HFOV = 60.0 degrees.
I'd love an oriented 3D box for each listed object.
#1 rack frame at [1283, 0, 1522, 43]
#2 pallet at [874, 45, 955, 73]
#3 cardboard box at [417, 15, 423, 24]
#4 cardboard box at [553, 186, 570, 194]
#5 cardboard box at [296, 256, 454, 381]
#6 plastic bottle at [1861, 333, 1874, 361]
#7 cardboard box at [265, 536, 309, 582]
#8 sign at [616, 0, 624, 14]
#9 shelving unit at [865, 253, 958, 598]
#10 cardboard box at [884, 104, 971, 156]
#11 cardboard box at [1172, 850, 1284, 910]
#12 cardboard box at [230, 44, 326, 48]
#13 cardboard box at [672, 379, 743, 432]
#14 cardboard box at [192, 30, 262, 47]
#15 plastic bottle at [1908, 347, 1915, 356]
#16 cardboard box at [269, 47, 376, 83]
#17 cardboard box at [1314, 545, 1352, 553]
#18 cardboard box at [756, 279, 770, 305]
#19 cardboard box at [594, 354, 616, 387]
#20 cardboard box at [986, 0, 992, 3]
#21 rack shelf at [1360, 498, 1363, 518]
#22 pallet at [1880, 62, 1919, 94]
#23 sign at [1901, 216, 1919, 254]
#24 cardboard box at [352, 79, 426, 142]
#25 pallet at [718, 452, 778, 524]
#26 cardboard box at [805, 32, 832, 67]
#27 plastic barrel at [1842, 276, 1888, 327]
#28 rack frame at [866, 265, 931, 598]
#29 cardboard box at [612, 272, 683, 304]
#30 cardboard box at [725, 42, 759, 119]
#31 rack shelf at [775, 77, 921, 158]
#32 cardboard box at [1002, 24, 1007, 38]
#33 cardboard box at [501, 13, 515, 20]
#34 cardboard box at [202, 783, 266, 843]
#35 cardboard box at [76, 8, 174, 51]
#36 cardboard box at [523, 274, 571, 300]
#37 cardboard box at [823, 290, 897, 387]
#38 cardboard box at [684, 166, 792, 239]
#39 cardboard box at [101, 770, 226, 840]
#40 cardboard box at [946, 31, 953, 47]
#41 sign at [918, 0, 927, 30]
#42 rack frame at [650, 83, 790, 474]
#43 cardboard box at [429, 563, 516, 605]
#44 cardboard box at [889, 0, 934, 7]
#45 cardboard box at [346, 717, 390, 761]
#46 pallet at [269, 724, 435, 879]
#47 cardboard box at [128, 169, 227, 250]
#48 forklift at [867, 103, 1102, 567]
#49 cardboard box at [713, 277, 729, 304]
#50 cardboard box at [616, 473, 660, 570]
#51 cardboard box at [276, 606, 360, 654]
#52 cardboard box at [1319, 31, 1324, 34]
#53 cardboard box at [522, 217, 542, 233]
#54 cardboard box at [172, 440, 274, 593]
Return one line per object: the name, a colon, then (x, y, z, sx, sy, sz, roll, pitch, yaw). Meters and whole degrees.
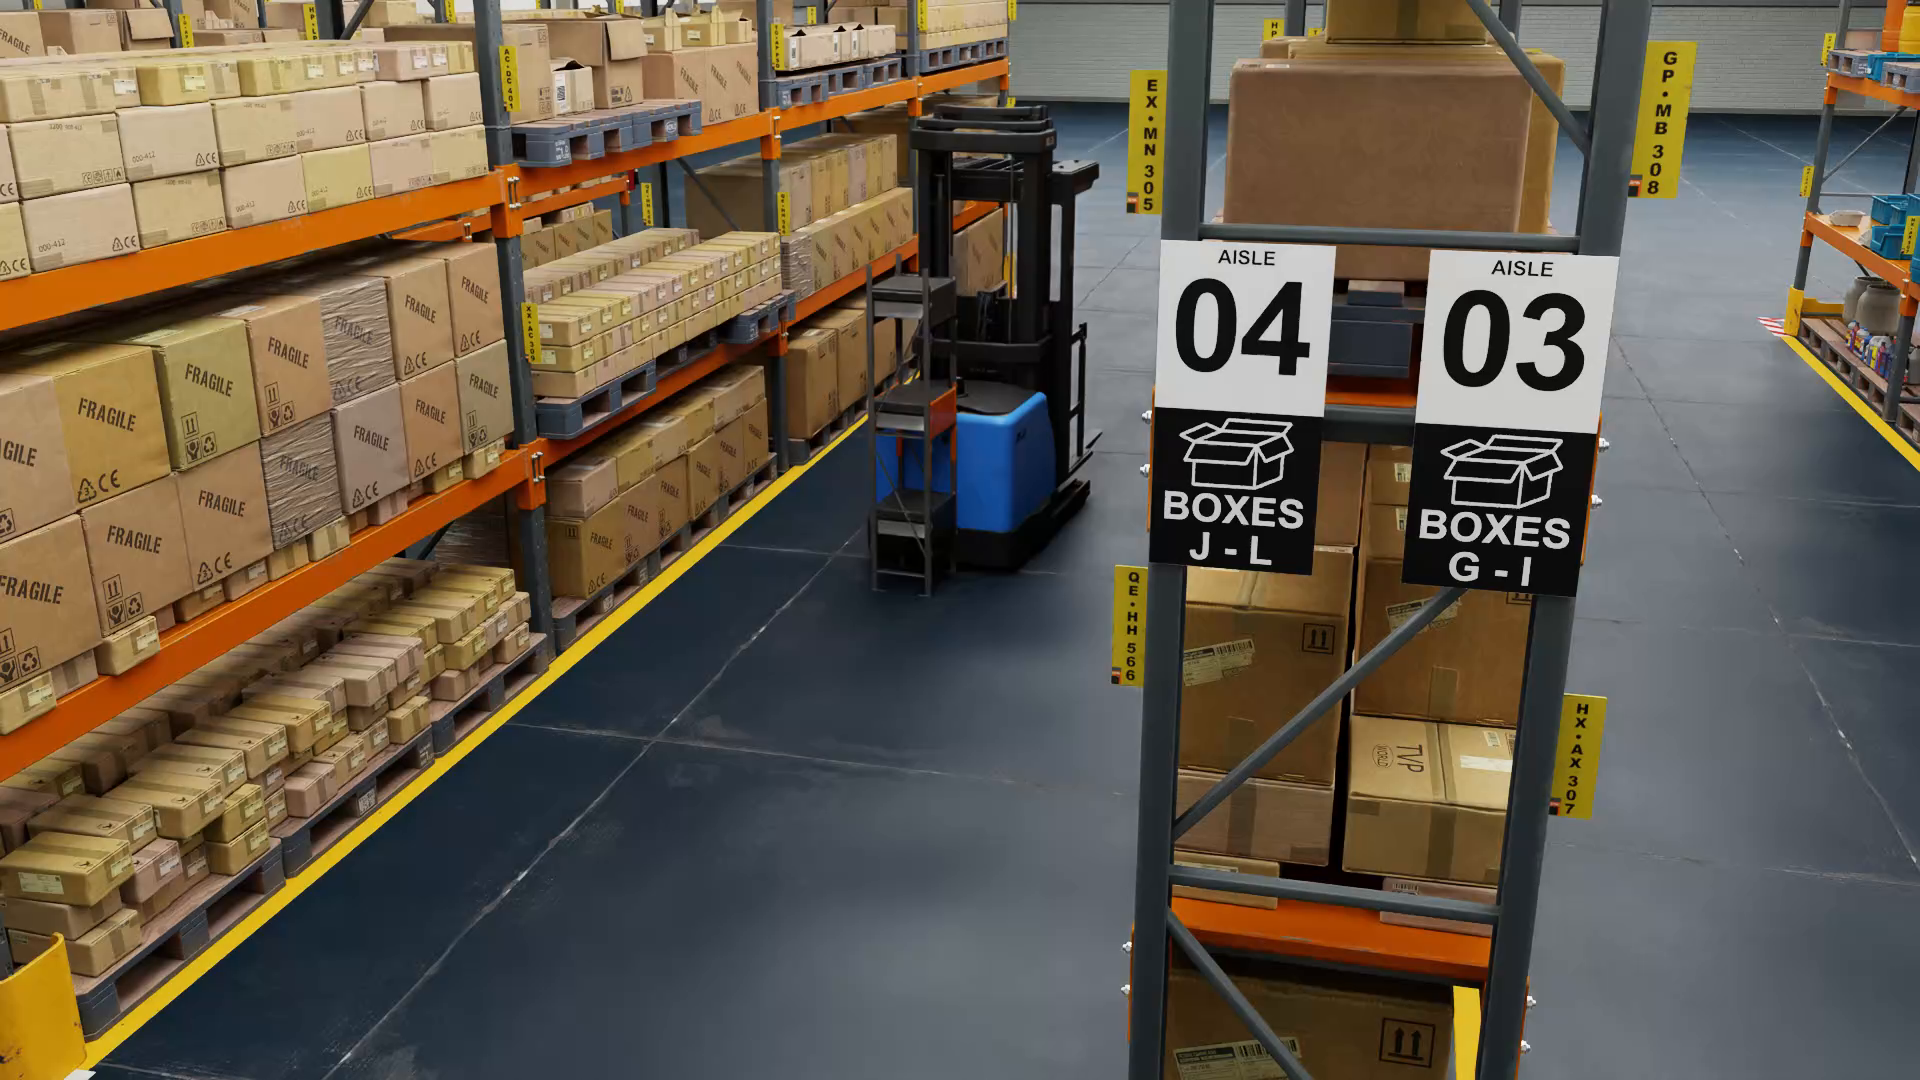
rack frame: (1.940, -3.164, 7.028, 1.000, 3.000, 0.127, 5, 19, 13)
pallet: (-0.680, -4.889, 16.856, 1.003, 0.211, 1.213, 5, 19, 13)
cardboard box: (-5.849, -5.409, 17.398, 0.380, 0.149, 0.250, 5, 20, 15)
cardboard box: (-4.866, -4.209, 19.759, 0.380, 0.149, 0.250, 4, 19, 13)
cardboard box: (-2.819, -1.078, 8.042, 0.500, 0.500, 0.500, 4, 19, 12)
plastic bottle: (8.772, -1.866, 16.050, 0.097, 0.271, 0.097, 0, 19, 0)
cardboard box: (-3.094, 0.056, 7.272, 0.380, 0.149, 0.250, 5, 20, 15)
sign: (-4.204, -6.657, 20.526, 0.100, 0.325, 0.005, 5, 19, 13)
shelving unit: (-0.296, -0.719, 10.545, 0.431, 2.100, 0.503, 6, 20, 18)
cardboard box: (-0.358, -4.457, 18.194, 0.875, 0.550, 0.500, 5, 19, 13)
cardboard box: (0.730, 0.910, 4.771, 0.380, 0.149, 0.250, 5, 19, 14)
cardboard box: (-3.256, -2.284, 7.935, 0.380, 0.149, 0.250, 4, 19, 13)
cardboard box: (-1.893, -0.978, 11.969, 0.500, 0.250, 0.500, 5, 19, 14)
cardboard box: (-6.451, -4.124, 14.326, 0.700, 0.500, 0.500, 5, 19, 13)
plastic bottle: (8.772, -1.641, 15.385, 0.152, 0.276, 0.135, 5, 19, 13)
cardboard box: (-2.908, -2.166, 7.589, 0.380, 0.149, 0.250, 5, 20, 15)
cardboard box: (1.196, 0.204, 6.221, 0.500, 0.250, 0.500, 5, 19, 13)
cardboard box: (-1.605, -1.813, 12.094, 0.380, 0.149, 0.250, 5, 19, 13)
cardboard box: (-2.241, -1.002, 9.721, 0.380, 0.149, 0.250, 5, 19, 14)
cardboard box: (0.147, -6.061, 18.502, 0.380, 0.149, 0.250, 5, 19, 14)
rack shelf: (2.429, -0.611, 9.949, 1.077, 0.370, 4.000, 5, 19, 13)
pallet: (8.779, -4.005, 14.424, 1.213, 0.211, 1.003, 5, 19, 13)
sign: (8.167, -2.619, 14.286, 0.100, 0.325, 0.005, 5, 19, 13)
cardboard box: (-2.850, -2.006, 7.739, 0.500, 0.250, 0.500, 4, 19, 11)
pallet: (-2.060, -0.437, 12.642, 1.003, 0.211, 1.213, 5, 19, 13)
cardboard box: (-1.355, -3.963, 13.436, 0.500, 0.250, 0.500, 5, 20, 15)
plastic barrel: (9.588, -2.504, 17.577, 0.421, 0.512, 0.421, 0, 19, 0)
rack frame: (-0.377, -0.645, 10.327, 0.400, 2.100, 0.015, 6, 20, 18)
cardboard box: (-1.988, -1.602, 10.556, 0.380, 0.149, 0.250, 5, 20, 15)
cardboard box: (-1.761, -3.270, 11.824, 0.500, 0.500, 0.500, 5, 19, 13)
rack shelf: (-1.379, -3.708, 14.374, 1.077, 0.370, 4.000, 5, 19, 13)
cardboard box: (0.334, -5.925, 19.337, 0.380, 0.149, 0.250, 5, 19, 13)
cardboard box: (-5.111, -5.694, 18.230, 0.380, 0.149, 0.250, 4, 19, 12)
cardboard box: (-3.182, 1.134, 7.026, 0.380, 0.149, 0.250, 5, 20, 15)
cardboard box: (-6.638, -3.898, 13.009, 0.797, 0.503, 0.637, 3, 19, 10)
cardboard box: (-2.679, -1.575, 10.476, 0.380, 0.149, 0.250, 4, 19, 12)
cardboard box: (-1.194, -1.886, 15.399, 1.050, 0.750, 0.750, 5, 19, 13)
cardboard box: (-1.748, -2.662, 13.140, 0.700, 0.500, 0.500, 5, 19, 13)
cardboard box: (-3.228, 1.072, 6.748, 0.380, 0.149, 0.250, 5, 19, 13)
cardboard box: (-0.287, -5.127, 17.002, 0.380, 0.149, 0.250, 4, 19, 13)
sign: (-0.362, -5.029, 15.842, 0.100, 0.325, 0.005, 5, 19, 13)
rack frame: (-1.868, -2.002, 12.908, 1.000, 3.000, 0.127, 5, 19, 13)
cardboard box: (-2.679, 0.253, 9.147, 0.380, 0.149, 0.250, 5, 20, 15)
cardboard box: (-0.472, -5.267, 16.176, 0.380, 0.149, 0.250, 5, 19, 14)
cardboard box: (-2.992, 0.953, 8.018, 0.380, 0.149, 0.250, 5, 19, 14)
pallet: (-3.271, 1.168, 7.940, 1.003, 0.211, 1.213, 5, 19, 13)
cardboard box: (-3.218, -1.291, 6.417, 0.500, 0.250, 0.500, 4, 19, 12)
forklift: (0.342, -1.648, 11.978, 1.130, 2.935, 3.031, 6, 20, 18)
cardboard box: (-1.797, -1.709, 11.329, 0.380, 0.149, 0.250, 5, 19, 13)
cardboard box: (-2.280, -0.141, 10.676, 0.500, 0.500, 0.500, 6, 20, 16)
cardboard box: (-3.310, 0.461, 8.539, 0.380, 0.149, 0.250, 4, 19, 12)
cardboard box: (2.072, -2.173, 7.963, 0.700, 0.500, 0.500, 5, 20, 15)
cardboard box: (-5.034, -3.618, 19.080, 0.380, 0.149, 0.250, 6, 20, 17)
cardboard box: (-3.207, -0.124, 6.794, 0.500, 0.500, 0.500, 5, 19, 14)
